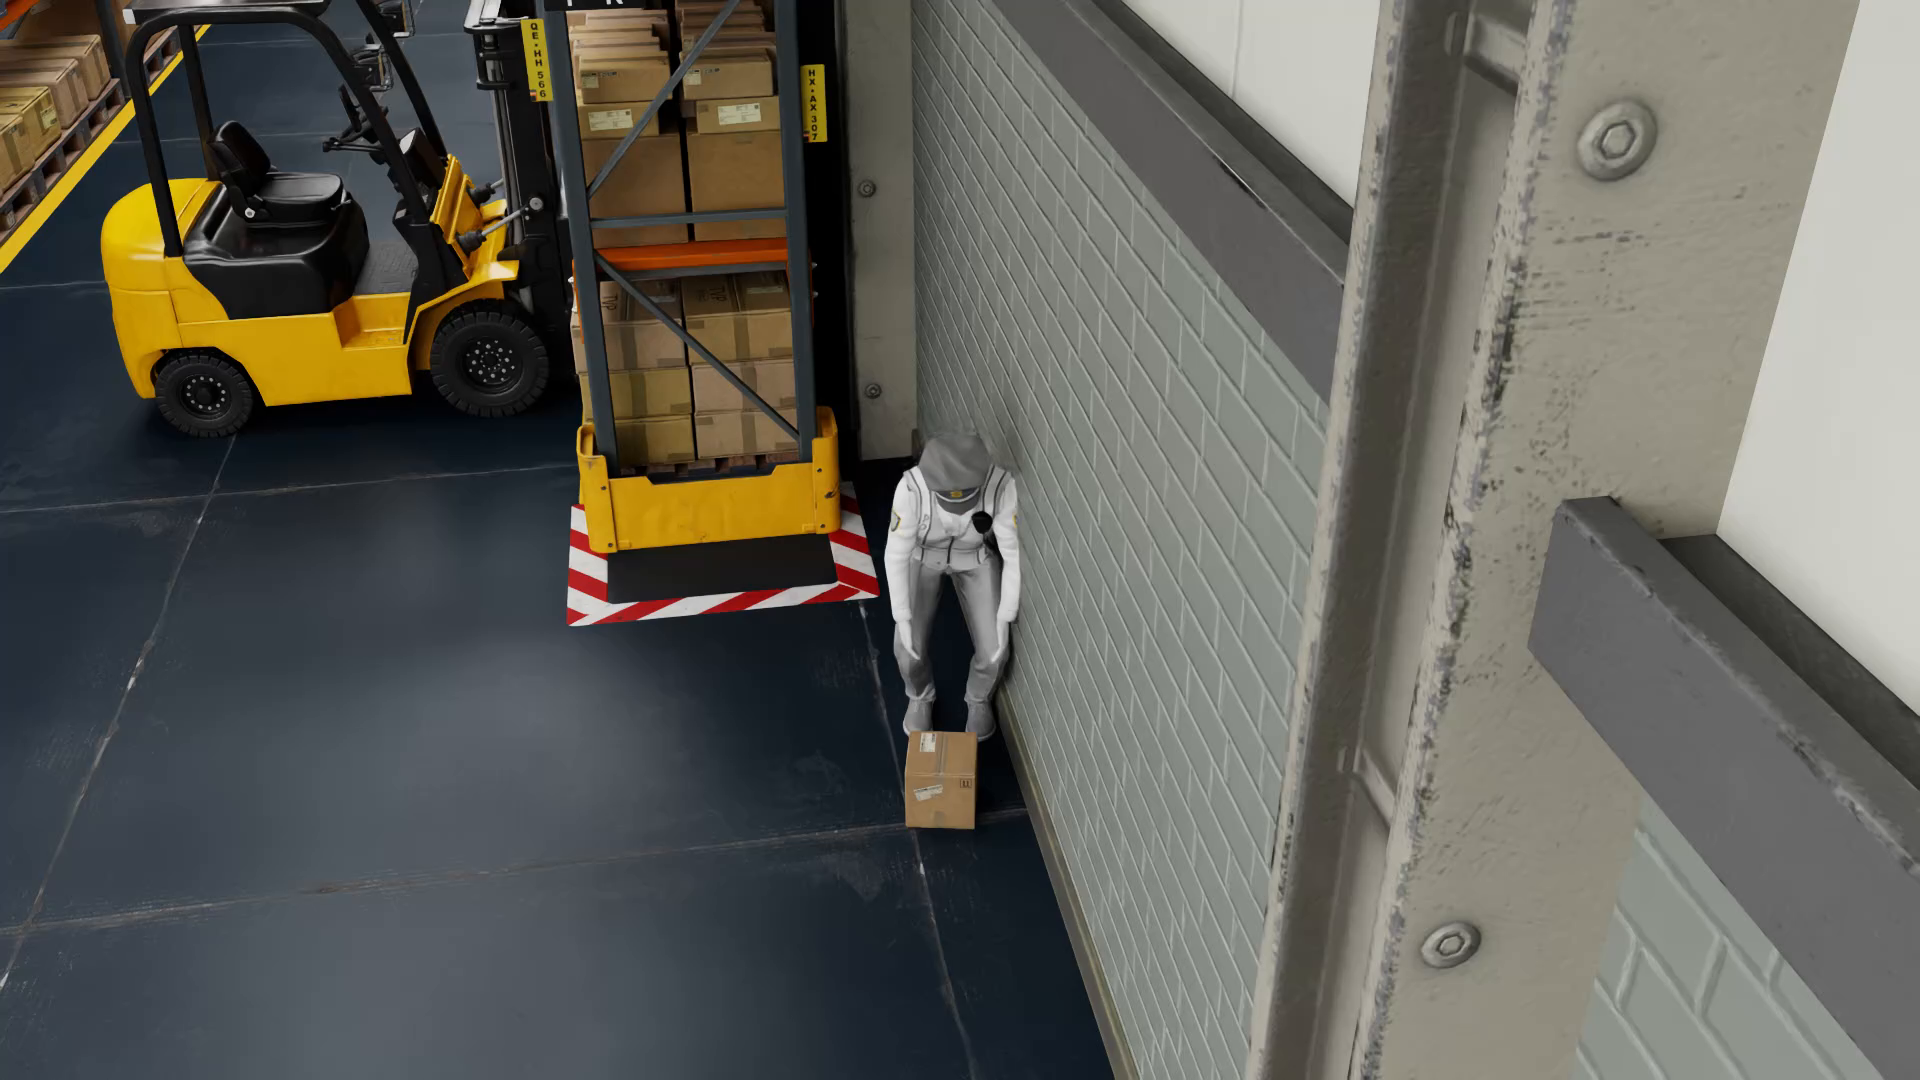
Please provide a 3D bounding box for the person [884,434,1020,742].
[{"bbox_3d":[-0.006,0.159,6.156,0.535,1.375,0.709,1,31,2],"label":"person"}]
